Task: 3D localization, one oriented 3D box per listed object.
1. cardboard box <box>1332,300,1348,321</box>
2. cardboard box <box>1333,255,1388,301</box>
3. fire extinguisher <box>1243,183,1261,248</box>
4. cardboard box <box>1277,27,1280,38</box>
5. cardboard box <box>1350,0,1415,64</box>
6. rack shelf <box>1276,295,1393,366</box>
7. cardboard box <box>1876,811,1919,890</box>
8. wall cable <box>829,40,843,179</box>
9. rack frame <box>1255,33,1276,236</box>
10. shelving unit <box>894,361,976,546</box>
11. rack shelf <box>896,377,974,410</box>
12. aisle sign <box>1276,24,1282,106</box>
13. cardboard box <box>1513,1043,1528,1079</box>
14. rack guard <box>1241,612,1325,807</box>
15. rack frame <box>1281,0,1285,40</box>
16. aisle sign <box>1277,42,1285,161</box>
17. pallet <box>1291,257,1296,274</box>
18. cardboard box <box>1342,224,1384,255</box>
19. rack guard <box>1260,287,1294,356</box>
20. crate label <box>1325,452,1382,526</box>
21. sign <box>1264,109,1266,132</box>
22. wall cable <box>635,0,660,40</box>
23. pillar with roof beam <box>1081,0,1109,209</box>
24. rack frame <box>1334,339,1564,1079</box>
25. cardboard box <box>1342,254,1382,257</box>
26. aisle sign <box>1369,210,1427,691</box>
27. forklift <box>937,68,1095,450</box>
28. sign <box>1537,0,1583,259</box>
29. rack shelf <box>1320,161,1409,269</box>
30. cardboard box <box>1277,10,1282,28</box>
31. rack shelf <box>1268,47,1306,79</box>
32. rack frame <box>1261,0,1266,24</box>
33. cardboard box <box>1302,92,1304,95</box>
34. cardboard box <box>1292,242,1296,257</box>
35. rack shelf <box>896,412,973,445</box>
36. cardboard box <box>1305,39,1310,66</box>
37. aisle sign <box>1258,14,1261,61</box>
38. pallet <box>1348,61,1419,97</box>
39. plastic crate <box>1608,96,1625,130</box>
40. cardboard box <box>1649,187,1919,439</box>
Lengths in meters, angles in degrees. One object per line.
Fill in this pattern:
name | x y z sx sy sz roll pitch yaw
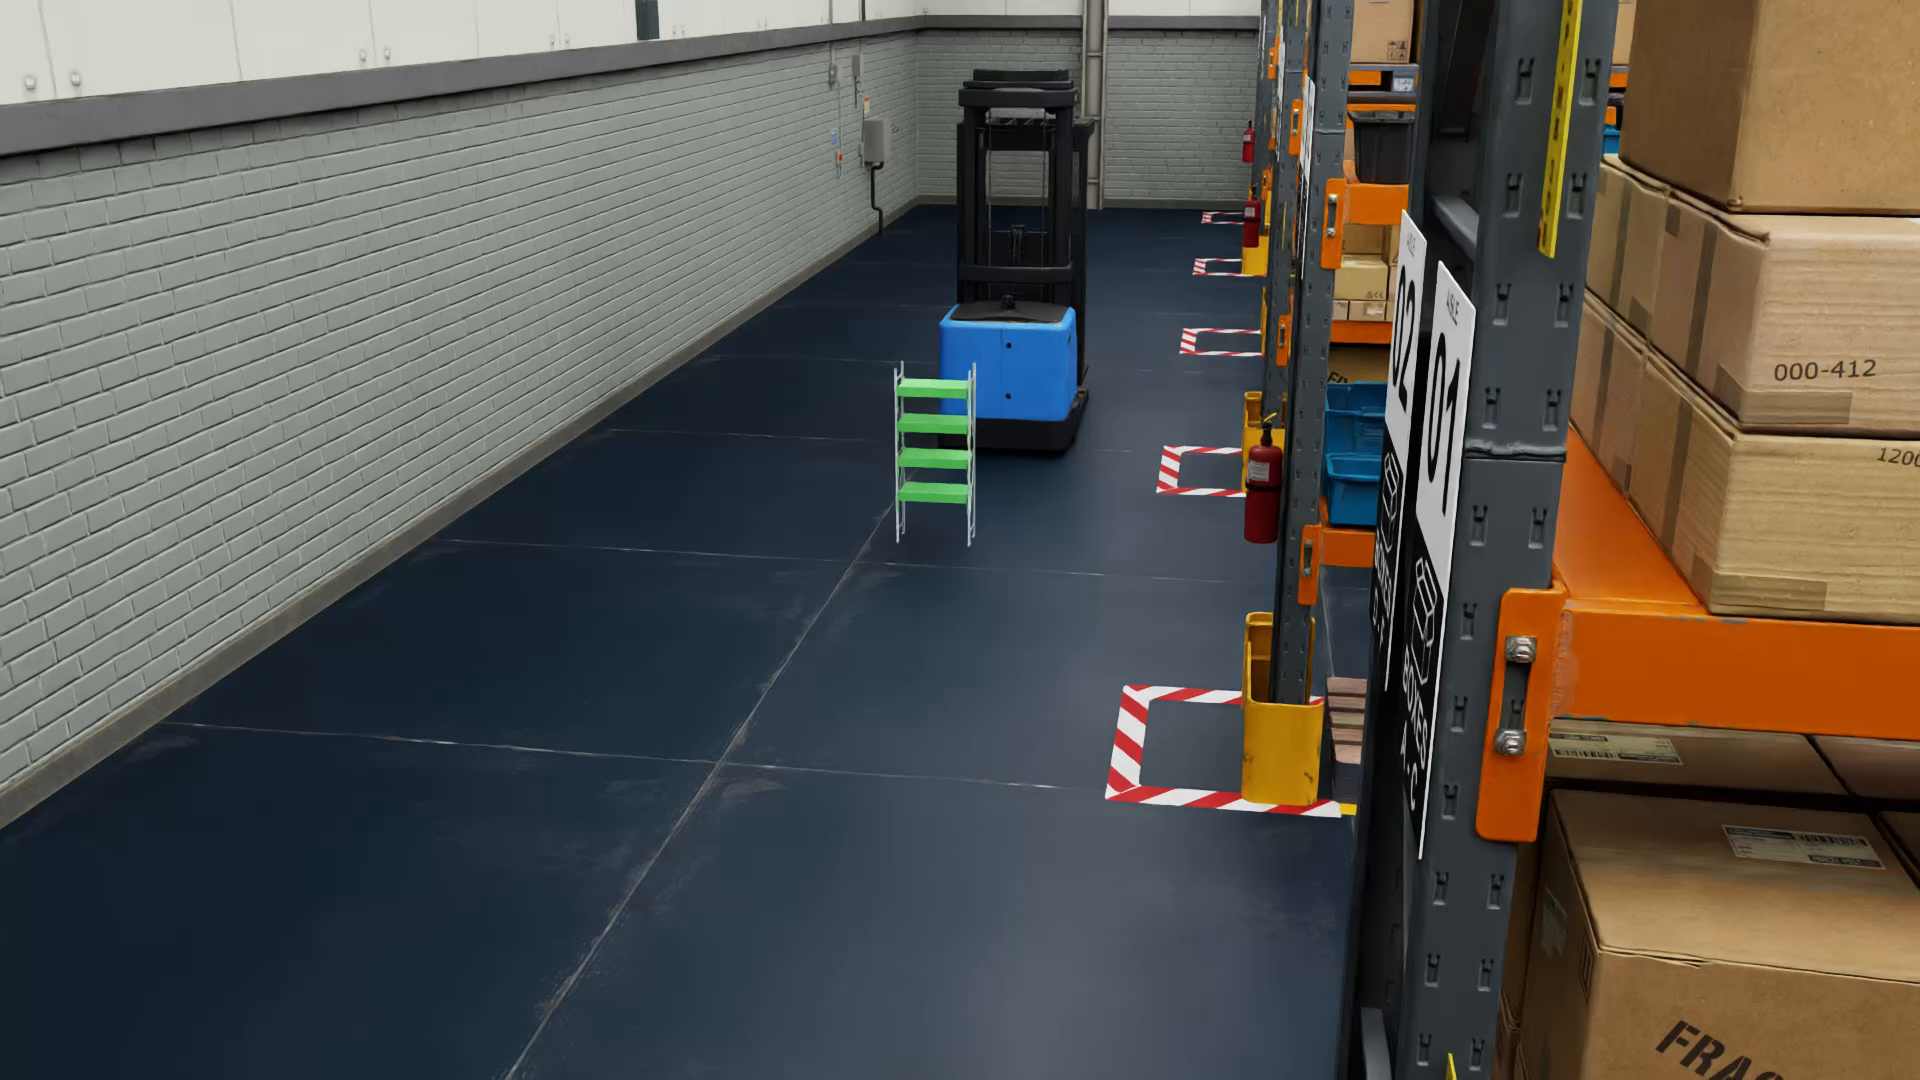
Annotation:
cardboard box | 2.673 -1.700 12.053 0.250 0.149 0.380 3 19 9
cardboard box | 2.805 -1.902 12.027 0.500 0.250 0.500 2 19 7
fire extinguisher | 3.085 -3.433 17.546 0.183 0.674 0.296 3 19 9
cardboard box | 5.008 -7.815 25.601 0.250 0.149 0.380 3 19 10
cardboard box | 2.896 -3.648 11.773 0.500 0.500 0.700 2 19 5
rack shelf | 4.349 -1.499 12.189 4.000 0.370 1.077 3 19 9
cardboard box | 1.713 0.770 2.541 0.500 0.500 0.500 3 19 9
wall cable | -1.625 -5.818 22.315 0.123 1.953 0.585 3 19 9
rack frame | 3.946 -5.045 21.655 0.127 3.000 1.000 3 19 9
shelving unit | -0.163 -0.577 11.138 0.503 1.200 0.258 3 19 9
rack shelf | -0.163 -0.972 11.006 0.480 0.148 0.258 3 19 9
aisle sign | 3.236 -4.820 16.884 0.004 0.787 0.394 3 19 9
cardboard box | 1.196 1.220 2.771 0.500 0.500 0.500 3 19 10
rack guard | 1.563 0.799 8.126 0.348 0.500 1.175 3 19 9
rack frame | 3.261 -6.334 16.053 0.127 3.000 1.000 3 19 9
aisle sign | 2.256 -3.083 11.693 0.004 0.787 0.394 3 19 9
pallet | 4.748 -3.707 22.050 1.213 0.211 1.003 3 19 9
cardboard box | 2.897 -2.424 12.406 0.500 0.500 0.500 3 19 9
rack guard | 3.336 -2.300 17.390 0.348 0.500 1.175 3 19 9
crate label | 1.780 -0.222 7.410 0.303 0.233 0.416 3 19 9
sign | 3.852 -5.320 20.986 0.005 0.325 0.100 3 19 9
wall cable | -2.662 -7.676 14.991 0.120 5.999 2.277 3 19 9
pillar with roof beam | 1.528 -8.515 22.569 0.400 9.000 9.100 3 19 9
rack frame | 0.799 1.163 3.101 0.127 3.000 1.000 3 19 9
cardboard box | 2.895 -2.069 12.528 0.500 0.250 0.500 3 19 8
aisle sign | 0.781 -0.169 2.985 0.004 0.787 0.394 3 19 9
forklift | 0.553 -2.528 14.241 1.130 2.935 3.031 3 19 8
sign | 0.713 -0.504 1.978 0.005 0.325 0.100 3 19 9
rack shelf | 3.563 -1.370 7.075 4.000 0.370 1.077 3 19 9
cardboard box | 5.125 -7.985 25.481 0.500 0.250 0.500 3 19 8
rack shelf | 5.921 -6.026 20.992 4.000 0.370 1.077 3 19 9
rack frame | 4.730 -9.445 25.351 0.127 3.000 1.000 3 19 9
cardboard box | 4.375 -5.453 21.141 0.500 0.500 0.500 3 19 7
cardboard box | 4.614 -4.028 21.989 0.875 0.438 0.875 2 19 7
rack shelf | -0.163 -0.744 11.082 0.480 0.148 0.258 3 19 9
cardboard box | 3.752 -4.901 16.732 0.500 0.250 0.500 3 19 7
aisle sign | 4.616 -7.745 25.625 0.004 0.787 0.394 3 19 9
pallet | 3.108 -3.287 11.812 1.213 0.211 1.003 3 19 9
plastic crate | 3.054 -1.619 6.785 0.767 0.338 0.504 3 19 9
cardboard box | 1.265 -0.318 2.248 0.500 0.250 0.500 3 19 9
